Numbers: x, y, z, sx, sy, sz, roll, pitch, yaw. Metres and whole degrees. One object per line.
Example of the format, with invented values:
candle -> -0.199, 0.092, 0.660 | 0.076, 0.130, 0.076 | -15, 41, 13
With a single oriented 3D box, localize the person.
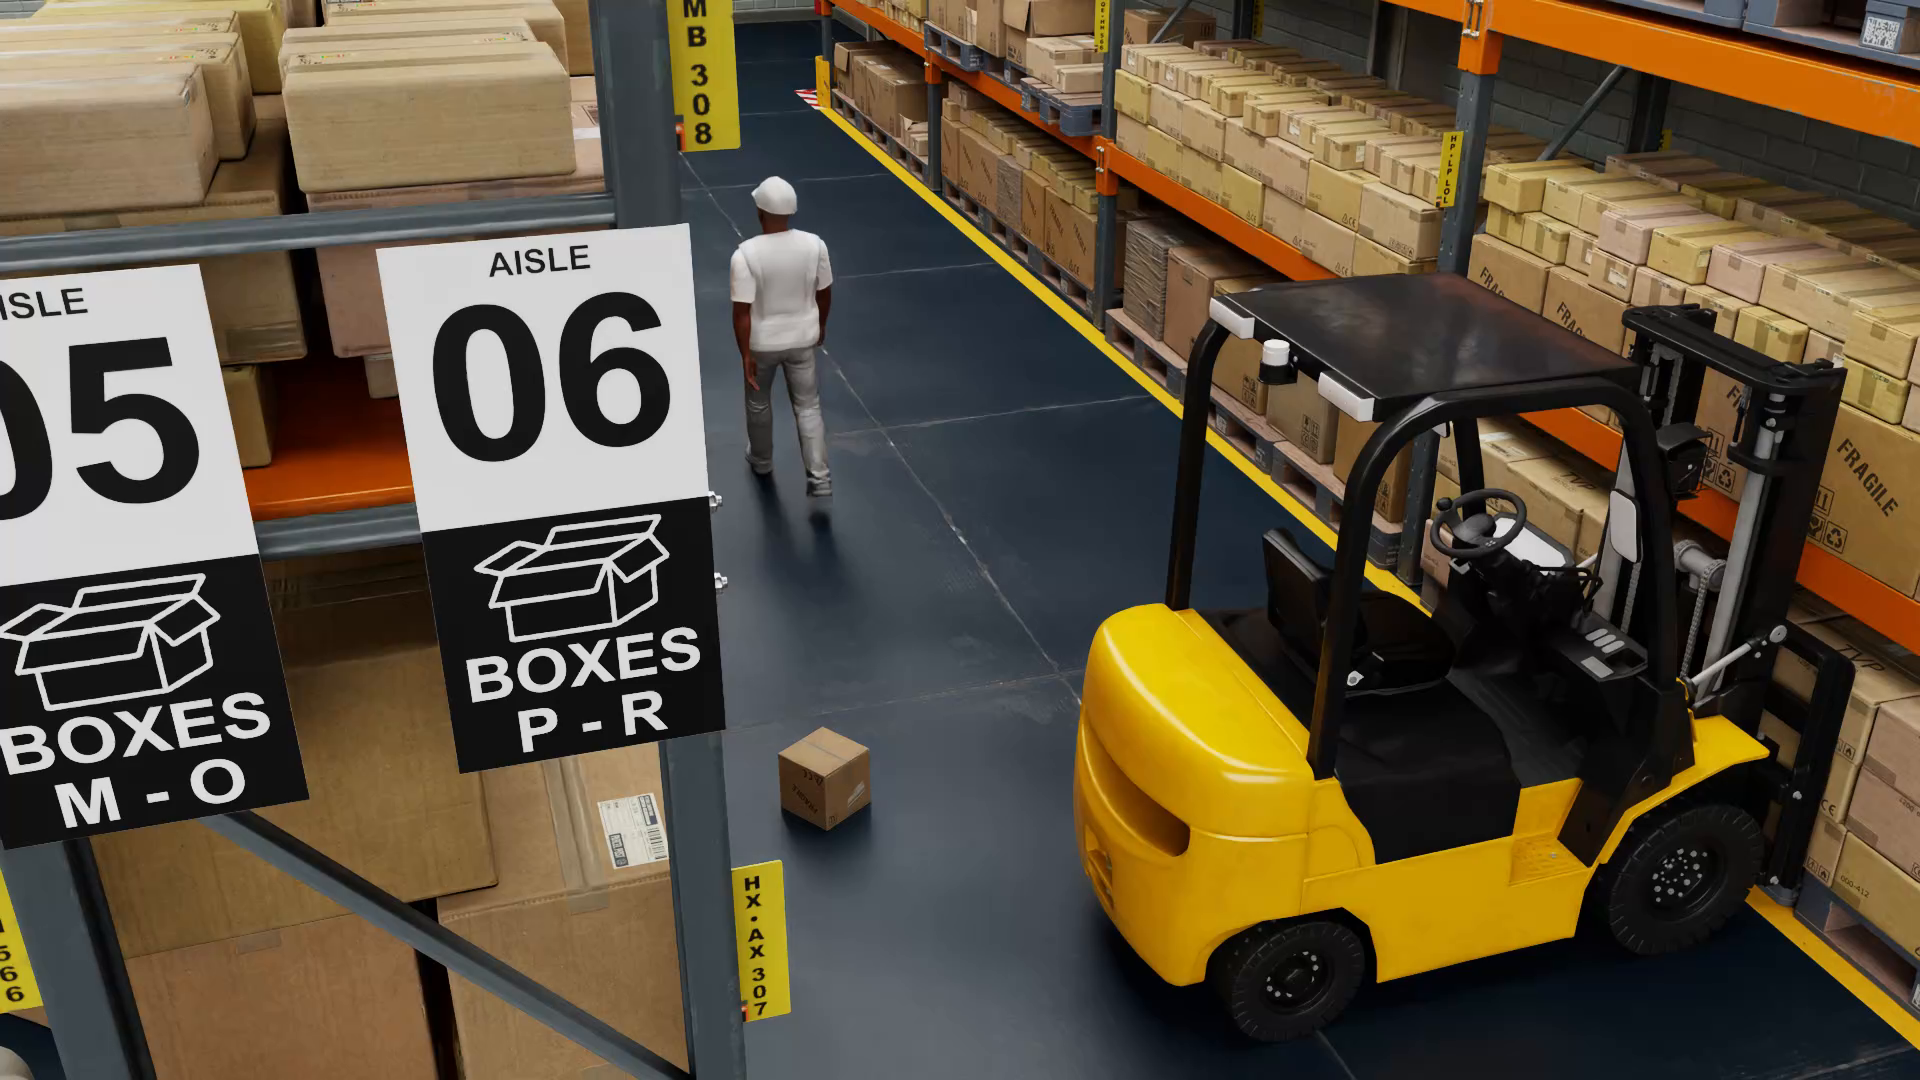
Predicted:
person -> -0.939, -1.068, 8.759 | 0.560, 1.724, 0.993 | -8, 27, -16
